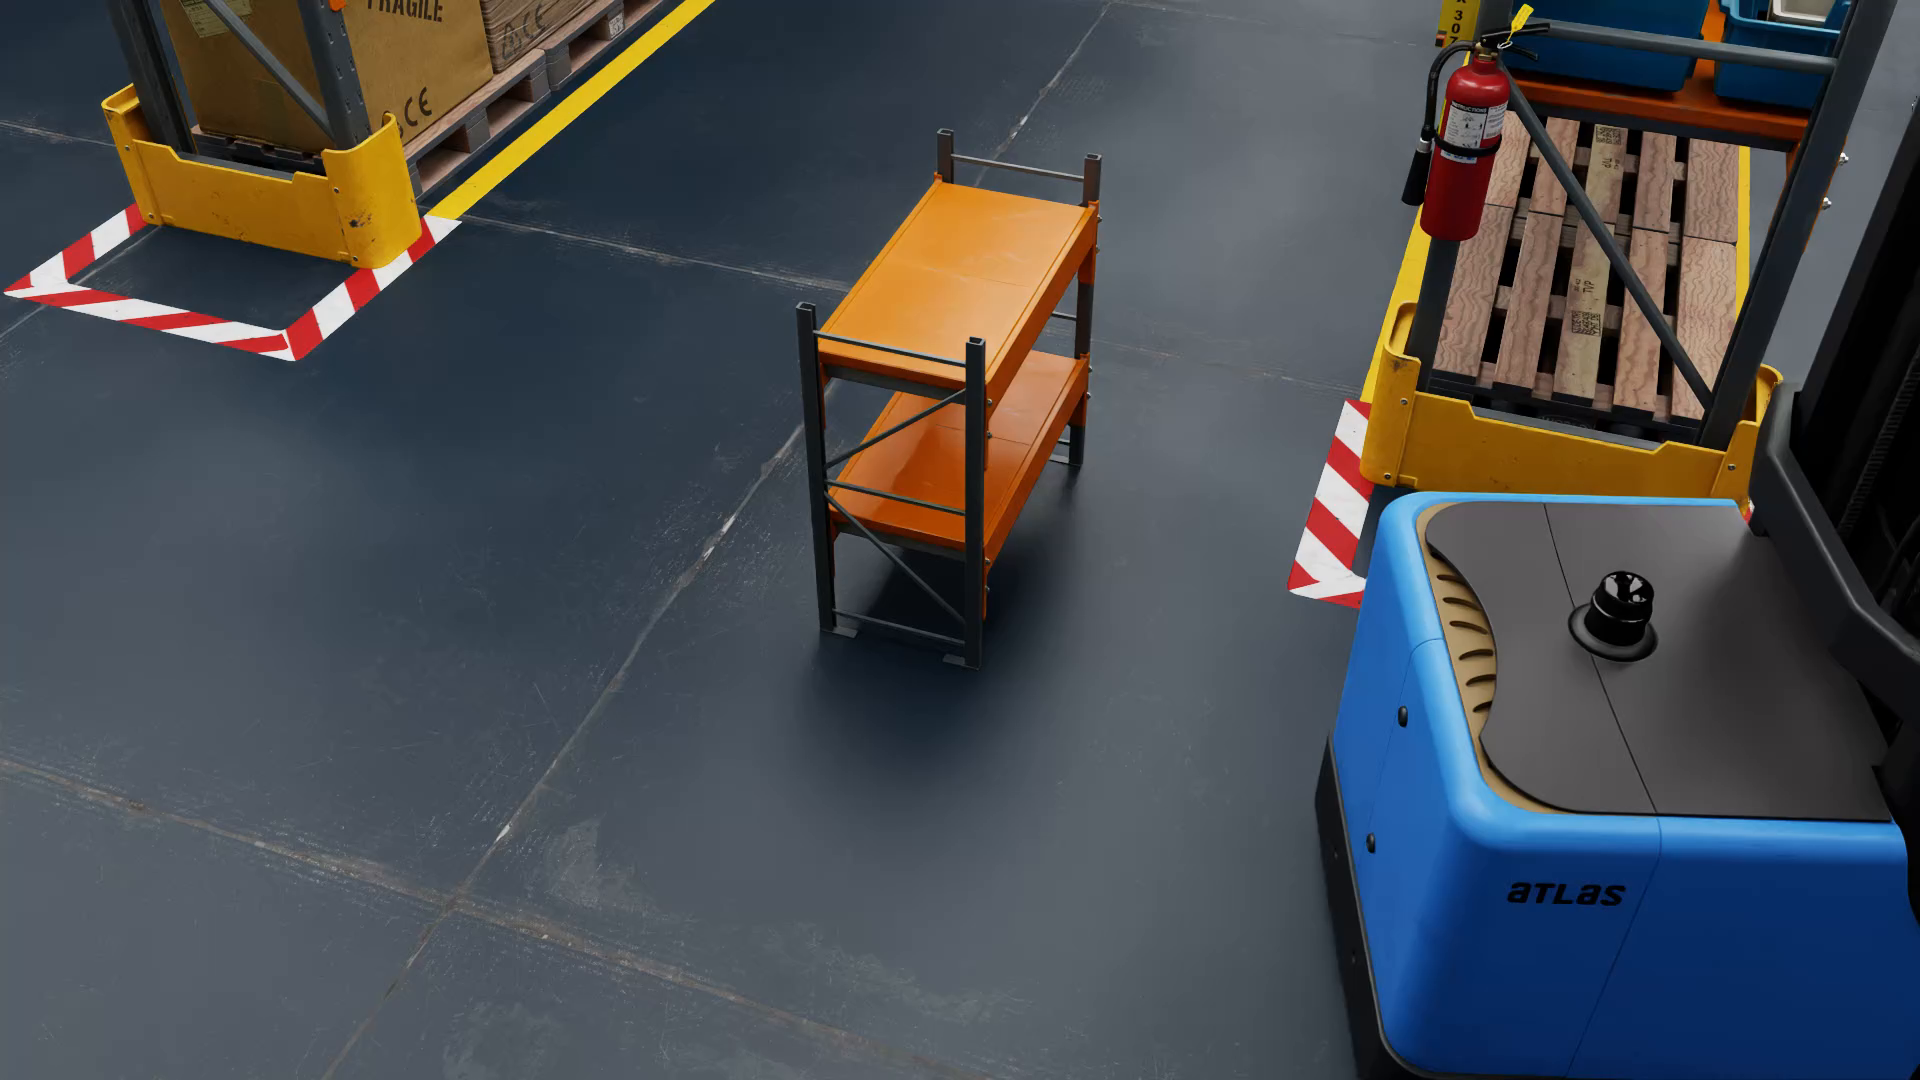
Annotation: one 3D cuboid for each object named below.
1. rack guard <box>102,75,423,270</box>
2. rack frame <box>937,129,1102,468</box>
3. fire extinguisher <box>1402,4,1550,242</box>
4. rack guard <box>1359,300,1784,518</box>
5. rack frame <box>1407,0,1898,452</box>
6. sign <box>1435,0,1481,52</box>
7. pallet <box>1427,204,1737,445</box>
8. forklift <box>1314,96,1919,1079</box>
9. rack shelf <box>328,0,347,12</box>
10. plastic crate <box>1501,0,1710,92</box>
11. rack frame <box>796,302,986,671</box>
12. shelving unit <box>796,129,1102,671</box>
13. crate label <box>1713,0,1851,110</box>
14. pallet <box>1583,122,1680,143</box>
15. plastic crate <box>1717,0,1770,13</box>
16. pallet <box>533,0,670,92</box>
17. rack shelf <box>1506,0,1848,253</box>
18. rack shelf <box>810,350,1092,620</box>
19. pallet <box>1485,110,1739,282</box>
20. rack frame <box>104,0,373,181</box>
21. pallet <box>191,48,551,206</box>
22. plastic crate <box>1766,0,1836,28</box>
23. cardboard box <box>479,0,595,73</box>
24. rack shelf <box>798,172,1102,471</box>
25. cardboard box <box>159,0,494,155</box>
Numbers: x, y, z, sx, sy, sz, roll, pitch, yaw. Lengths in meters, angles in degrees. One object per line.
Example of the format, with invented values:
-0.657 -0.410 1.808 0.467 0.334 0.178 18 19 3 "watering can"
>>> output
-2.752 -1.467 6.585 1.175 0.500 0.348 13 42 15 "rack guard"
0.172 -0.734 5.243 0.500 1.125 0.032 13 42 15 "rack frame"
1.432 -1.171 4.658 0.296 0.674 0.183 13 42 15 "fire extinguisher"
1.915 -0.365 5.293 1.175 0.500 0.348 13 42 15 "rack guard"
1.911 -1.334 4.502 1.000 3.000 0.127 13 42 15 "rack frame"
1.388 -1.508 4.580 0.100 0.325 0.005 13 42 15 "sign"
2.229 -0.767 5.986 1.003 0.211 1.213 13 42 15 "pallet"
2.422 -0.063 3.065 3.031 2.935 1.130 1 40 2 "forklift"
-2.060 -3.379 7.454 1.077 0.370 4.000 13 42 15 "rack shelf"
1.850 -1.615 4.759 0.616 0.435 0.499 13 42 15 "plastic crate"
-0.176 -0.114 4.517 0.500 1.125 0.032 13 42 15 "rack frame"
-0.002 -0.424 4.880 0.538 1.125 1.048 13 42 15 "shelving unit"
2.304 -1.370 4.628 0.416 0.233 0.303 13 42 15 "crate label"
3.063 -2.255 7.731 1.003 0.211 1.213 13 42 15 "pallet"
2.530 -1.772 5.098 0.416 0.233 0.300 13 42 15 "plastic crate"
-2.125 -2.619 8.157 1.003 0.211 1.213 13 42 15 "pallet"
2.595 -2.280 6.165 1.077 0.370 4.000 13 42 15 "rack shelf"
-0.002 -0.238 5.039 0.538 0.278 1.000 13 42 15 "rack shelf"
2.648 -1.509 6.856 1.003 0.211 1.213 13 42 15 "pallet"
-2.744 -2.433 5.790 1.000 3.000 0.127 13 42 15 "rack frame"
-2.544 -1.877 7.287 1.003 0.211 1.213 13 42 15 "pallet"
2.492 -1.511 4.867 0.250 0.136 0.298 13 42 15 "plastic crate"
-2.289 -2.747 7.473 0.875 0.875 0.875 13 42 15 "cardboard box"
-0.002 -0.646 4.690 0.538 0.278 1.000 13 42 15 "rack shelf"
-2.600 -2.192 6.822 0.875 0.875 0.875 13 42 15 "cardboard box"
